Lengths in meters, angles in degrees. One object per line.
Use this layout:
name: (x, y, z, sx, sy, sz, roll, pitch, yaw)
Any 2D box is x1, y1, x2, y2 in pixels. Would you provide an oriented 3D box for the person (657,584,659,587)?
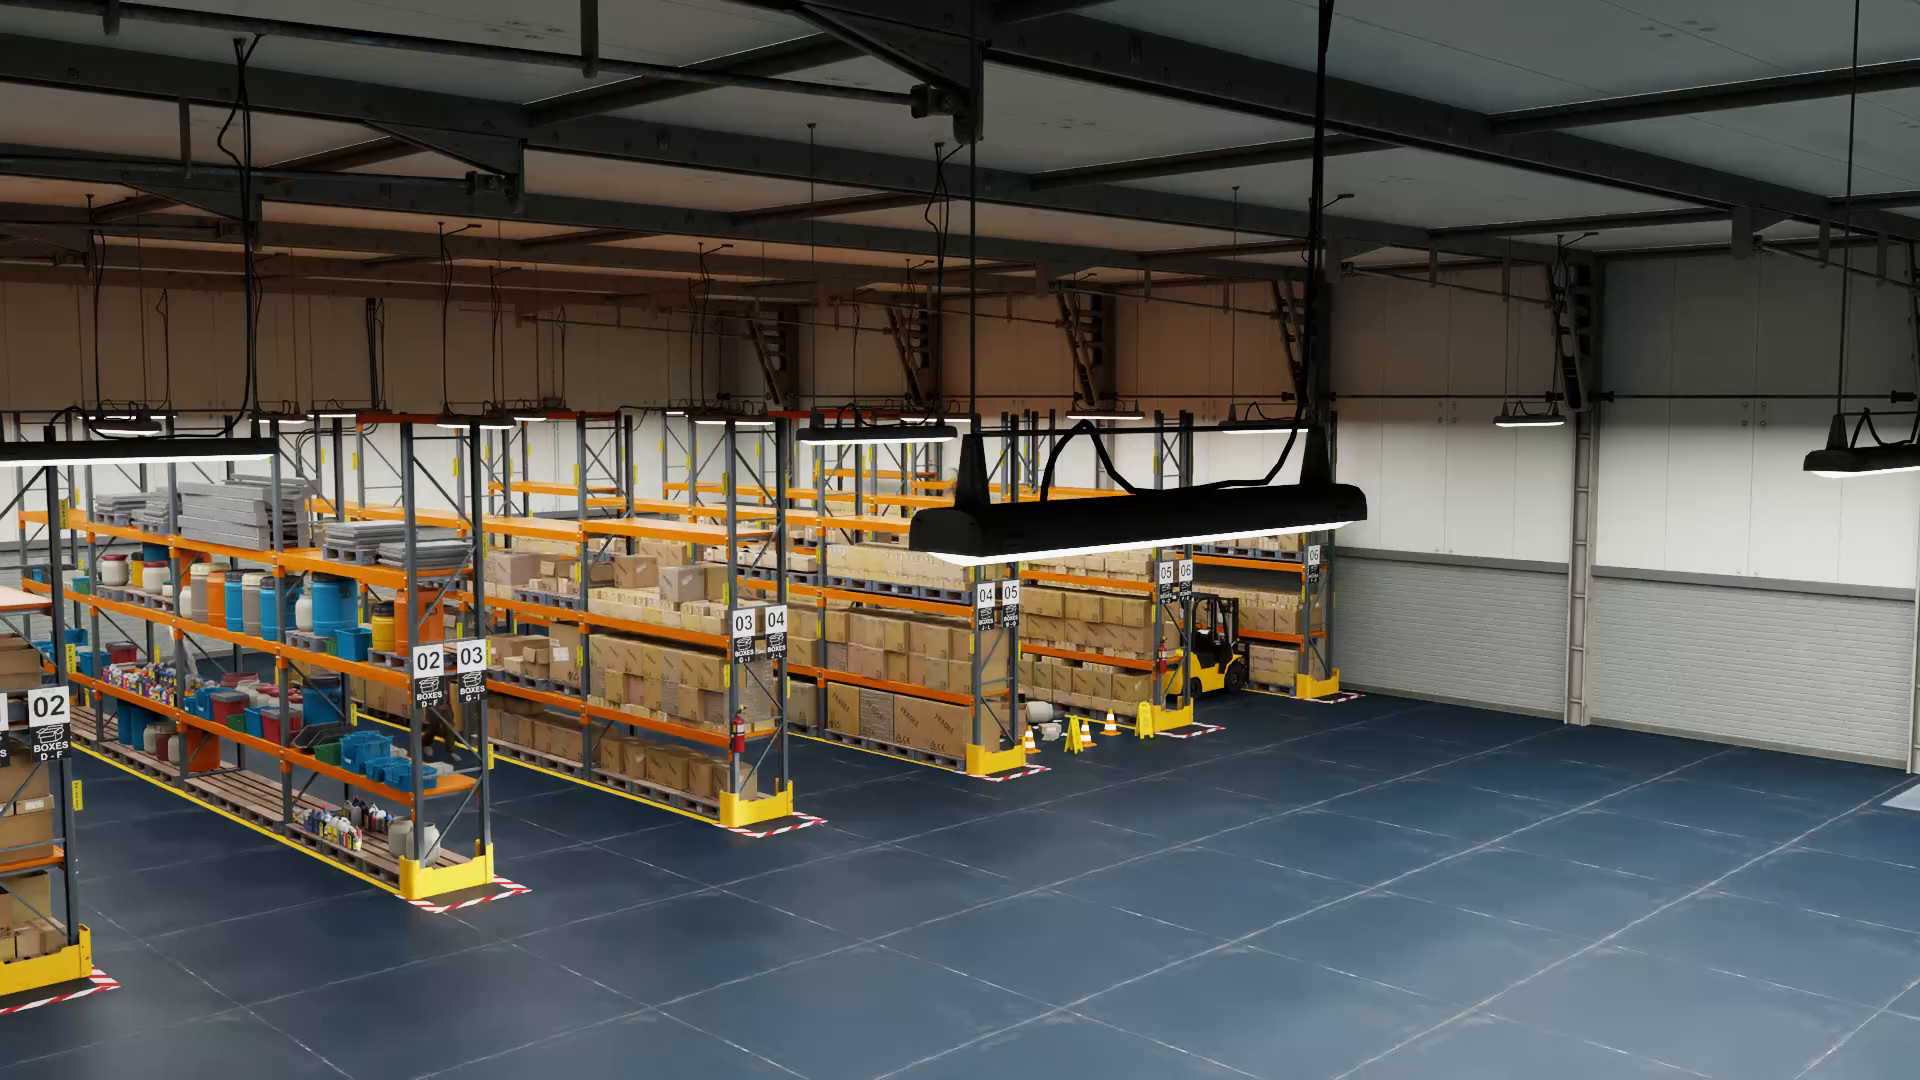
person: (-8.058, 1.722, 43.502, 0.669, 1.705, 0.801, 4, 6, 38)

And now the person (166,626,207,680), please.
person: (-17.217, 2.305, 36.743, 0.982, 1.695, 0.635, -1, 5, -12)

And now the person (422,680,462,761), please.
person: (-9.040, 2.911, 28.812, 1.034, 1.771, 0.709, 4, 6, 39)
